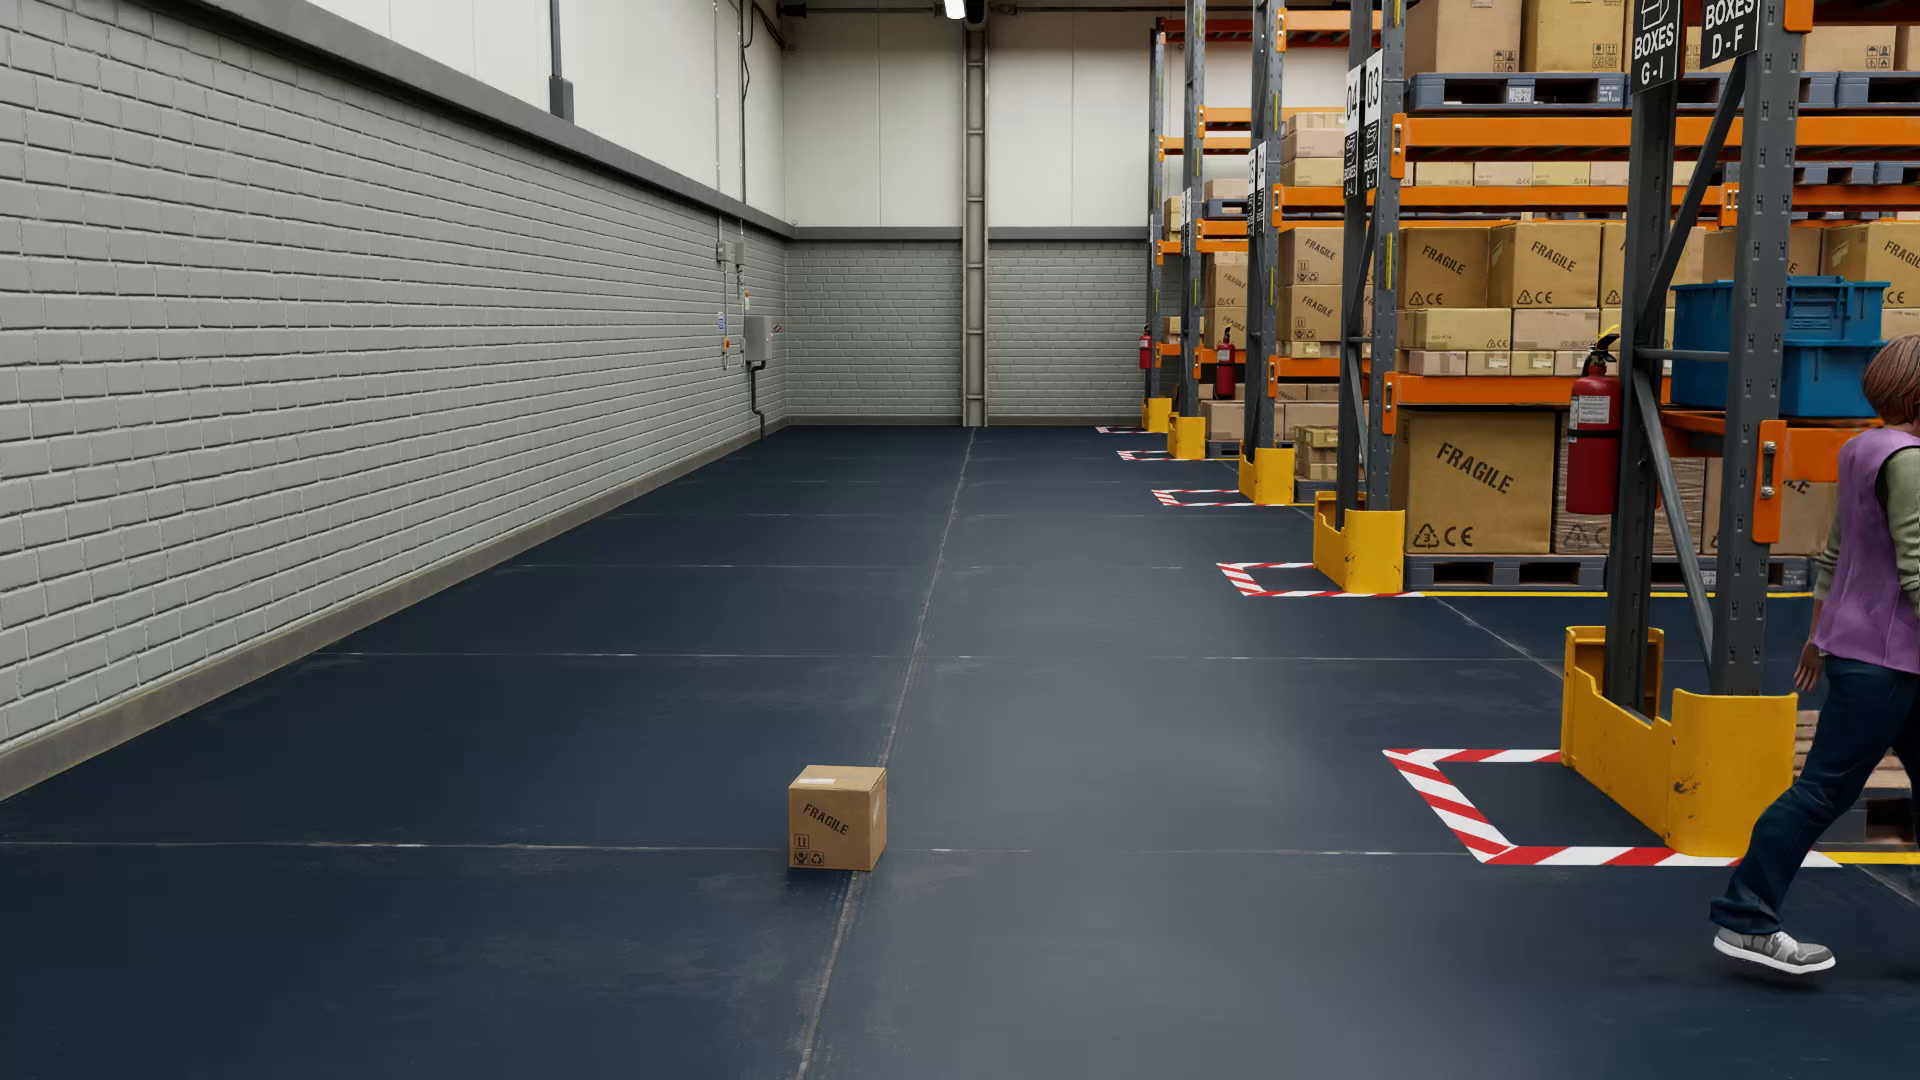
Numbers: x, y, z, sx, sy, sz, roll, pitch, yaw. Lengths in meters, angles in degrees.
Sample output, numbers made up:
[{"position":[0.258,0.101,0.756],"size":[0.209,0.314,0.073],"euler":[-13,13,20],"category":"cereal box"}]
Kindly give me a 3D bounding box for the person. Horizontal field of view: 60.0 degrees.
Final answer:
[{"position":[2.296,0.298,4.004],"size":[0.843,1.577,0.466],"euler":[3,8,19],"category":"person"}]
